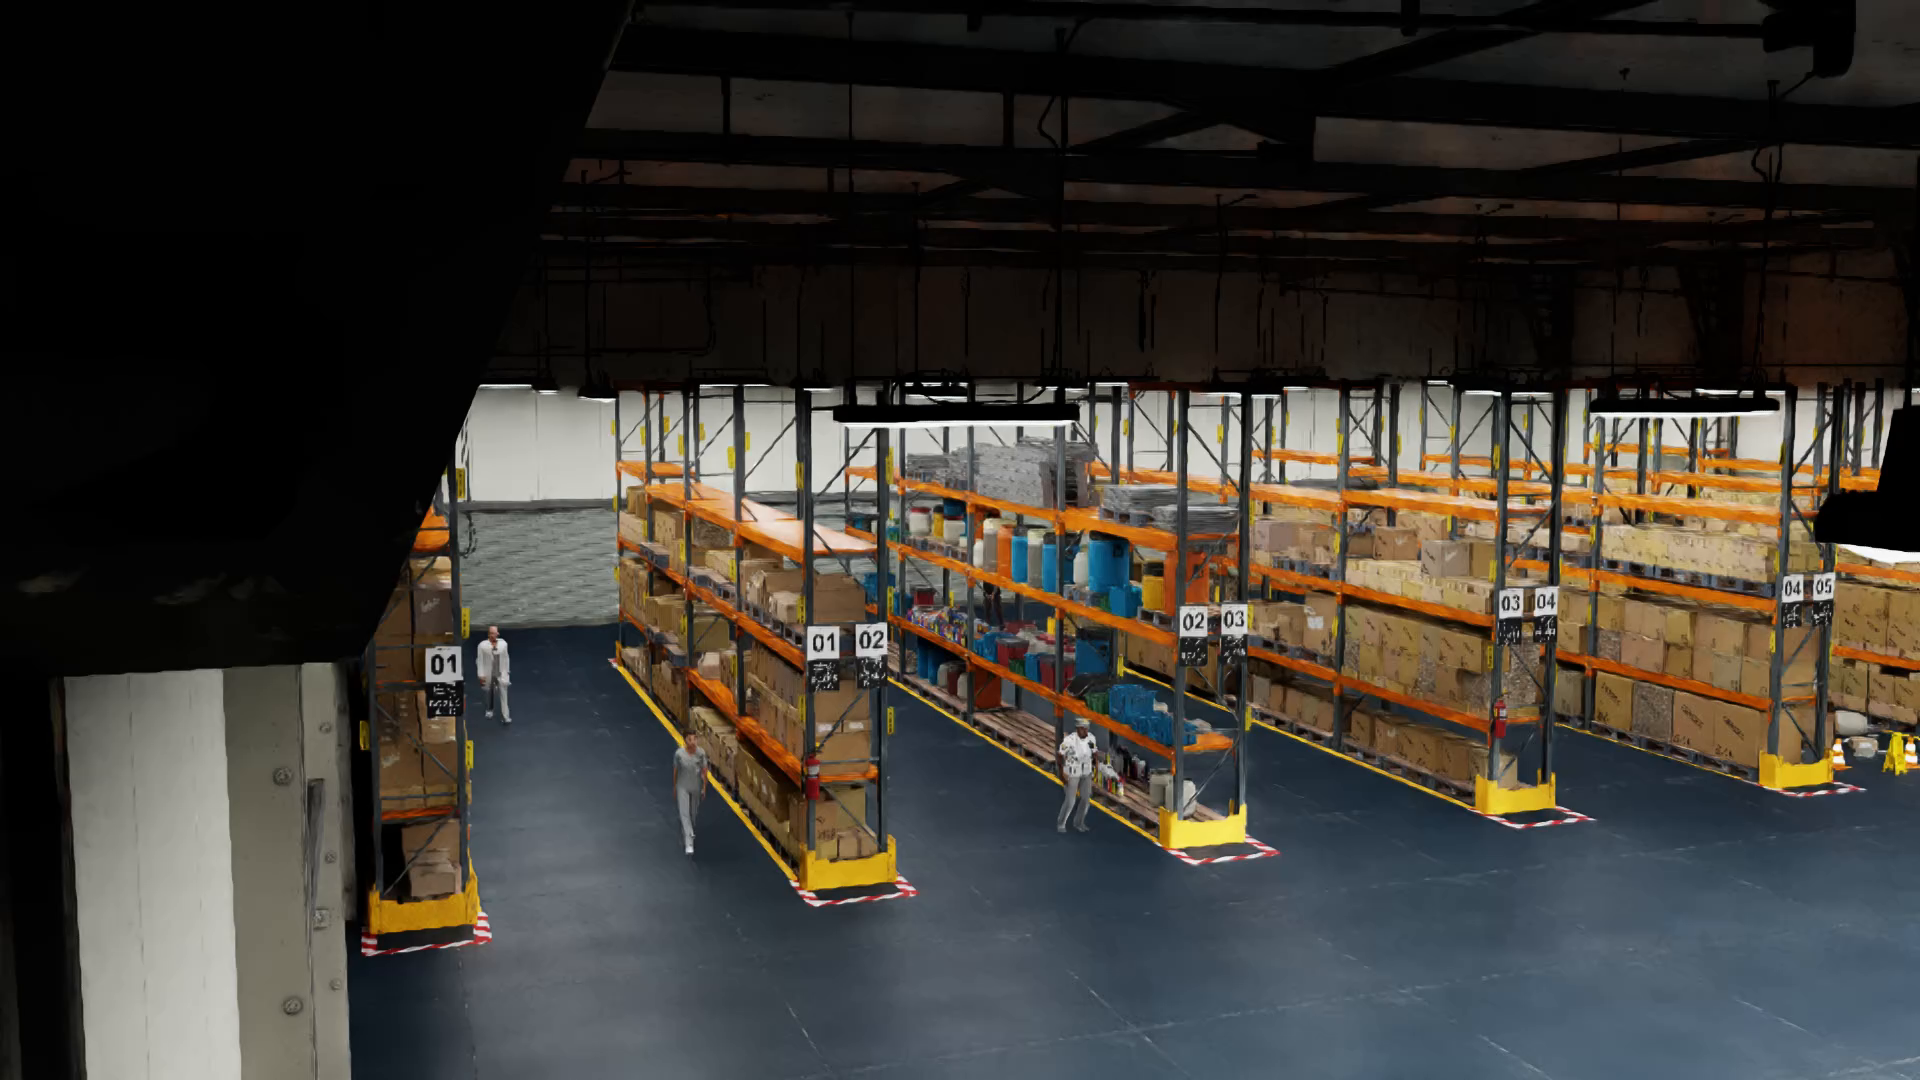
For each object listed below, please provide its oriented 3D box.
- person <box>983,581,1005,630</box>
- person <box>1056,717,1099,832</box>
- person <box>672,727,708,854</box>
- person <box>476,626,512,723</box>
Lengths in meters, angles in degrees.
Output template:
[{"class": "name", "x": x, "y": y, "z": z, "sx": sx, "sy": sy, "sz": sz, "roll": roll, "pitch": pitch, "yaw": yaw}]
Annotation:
[{"class": "person", "x": 0.768, "y": 1.329, "z": 39.359, "sx": 0.555, "sy": 1.711, "sz": 0.700, "roll": 6, "pitch": 8, "yaw": 42}, {"class": "person", "x": 1.589, "y": 3.156, "z": 22.477, "sx": 0.592, "sy": 1.629, "sz": 0.531, "roll": -2, "pitch": 6, "yaw": -21}, {"class": "person", "x": -3.515, "y": 3.227, "z": 21.750, "sx": 0.445, "sy": 1.590, "sz": 1.110, "roll": -2, "pitch": 6, "yaw": -21}, {"class": "person", "x": -8.239, "y": 2.355, "z": 29.411, "sx": 0.601, "sy": 1.694, "sz": 1.187, "roll": -2, "pitch": 6, "yaw": -22}]
